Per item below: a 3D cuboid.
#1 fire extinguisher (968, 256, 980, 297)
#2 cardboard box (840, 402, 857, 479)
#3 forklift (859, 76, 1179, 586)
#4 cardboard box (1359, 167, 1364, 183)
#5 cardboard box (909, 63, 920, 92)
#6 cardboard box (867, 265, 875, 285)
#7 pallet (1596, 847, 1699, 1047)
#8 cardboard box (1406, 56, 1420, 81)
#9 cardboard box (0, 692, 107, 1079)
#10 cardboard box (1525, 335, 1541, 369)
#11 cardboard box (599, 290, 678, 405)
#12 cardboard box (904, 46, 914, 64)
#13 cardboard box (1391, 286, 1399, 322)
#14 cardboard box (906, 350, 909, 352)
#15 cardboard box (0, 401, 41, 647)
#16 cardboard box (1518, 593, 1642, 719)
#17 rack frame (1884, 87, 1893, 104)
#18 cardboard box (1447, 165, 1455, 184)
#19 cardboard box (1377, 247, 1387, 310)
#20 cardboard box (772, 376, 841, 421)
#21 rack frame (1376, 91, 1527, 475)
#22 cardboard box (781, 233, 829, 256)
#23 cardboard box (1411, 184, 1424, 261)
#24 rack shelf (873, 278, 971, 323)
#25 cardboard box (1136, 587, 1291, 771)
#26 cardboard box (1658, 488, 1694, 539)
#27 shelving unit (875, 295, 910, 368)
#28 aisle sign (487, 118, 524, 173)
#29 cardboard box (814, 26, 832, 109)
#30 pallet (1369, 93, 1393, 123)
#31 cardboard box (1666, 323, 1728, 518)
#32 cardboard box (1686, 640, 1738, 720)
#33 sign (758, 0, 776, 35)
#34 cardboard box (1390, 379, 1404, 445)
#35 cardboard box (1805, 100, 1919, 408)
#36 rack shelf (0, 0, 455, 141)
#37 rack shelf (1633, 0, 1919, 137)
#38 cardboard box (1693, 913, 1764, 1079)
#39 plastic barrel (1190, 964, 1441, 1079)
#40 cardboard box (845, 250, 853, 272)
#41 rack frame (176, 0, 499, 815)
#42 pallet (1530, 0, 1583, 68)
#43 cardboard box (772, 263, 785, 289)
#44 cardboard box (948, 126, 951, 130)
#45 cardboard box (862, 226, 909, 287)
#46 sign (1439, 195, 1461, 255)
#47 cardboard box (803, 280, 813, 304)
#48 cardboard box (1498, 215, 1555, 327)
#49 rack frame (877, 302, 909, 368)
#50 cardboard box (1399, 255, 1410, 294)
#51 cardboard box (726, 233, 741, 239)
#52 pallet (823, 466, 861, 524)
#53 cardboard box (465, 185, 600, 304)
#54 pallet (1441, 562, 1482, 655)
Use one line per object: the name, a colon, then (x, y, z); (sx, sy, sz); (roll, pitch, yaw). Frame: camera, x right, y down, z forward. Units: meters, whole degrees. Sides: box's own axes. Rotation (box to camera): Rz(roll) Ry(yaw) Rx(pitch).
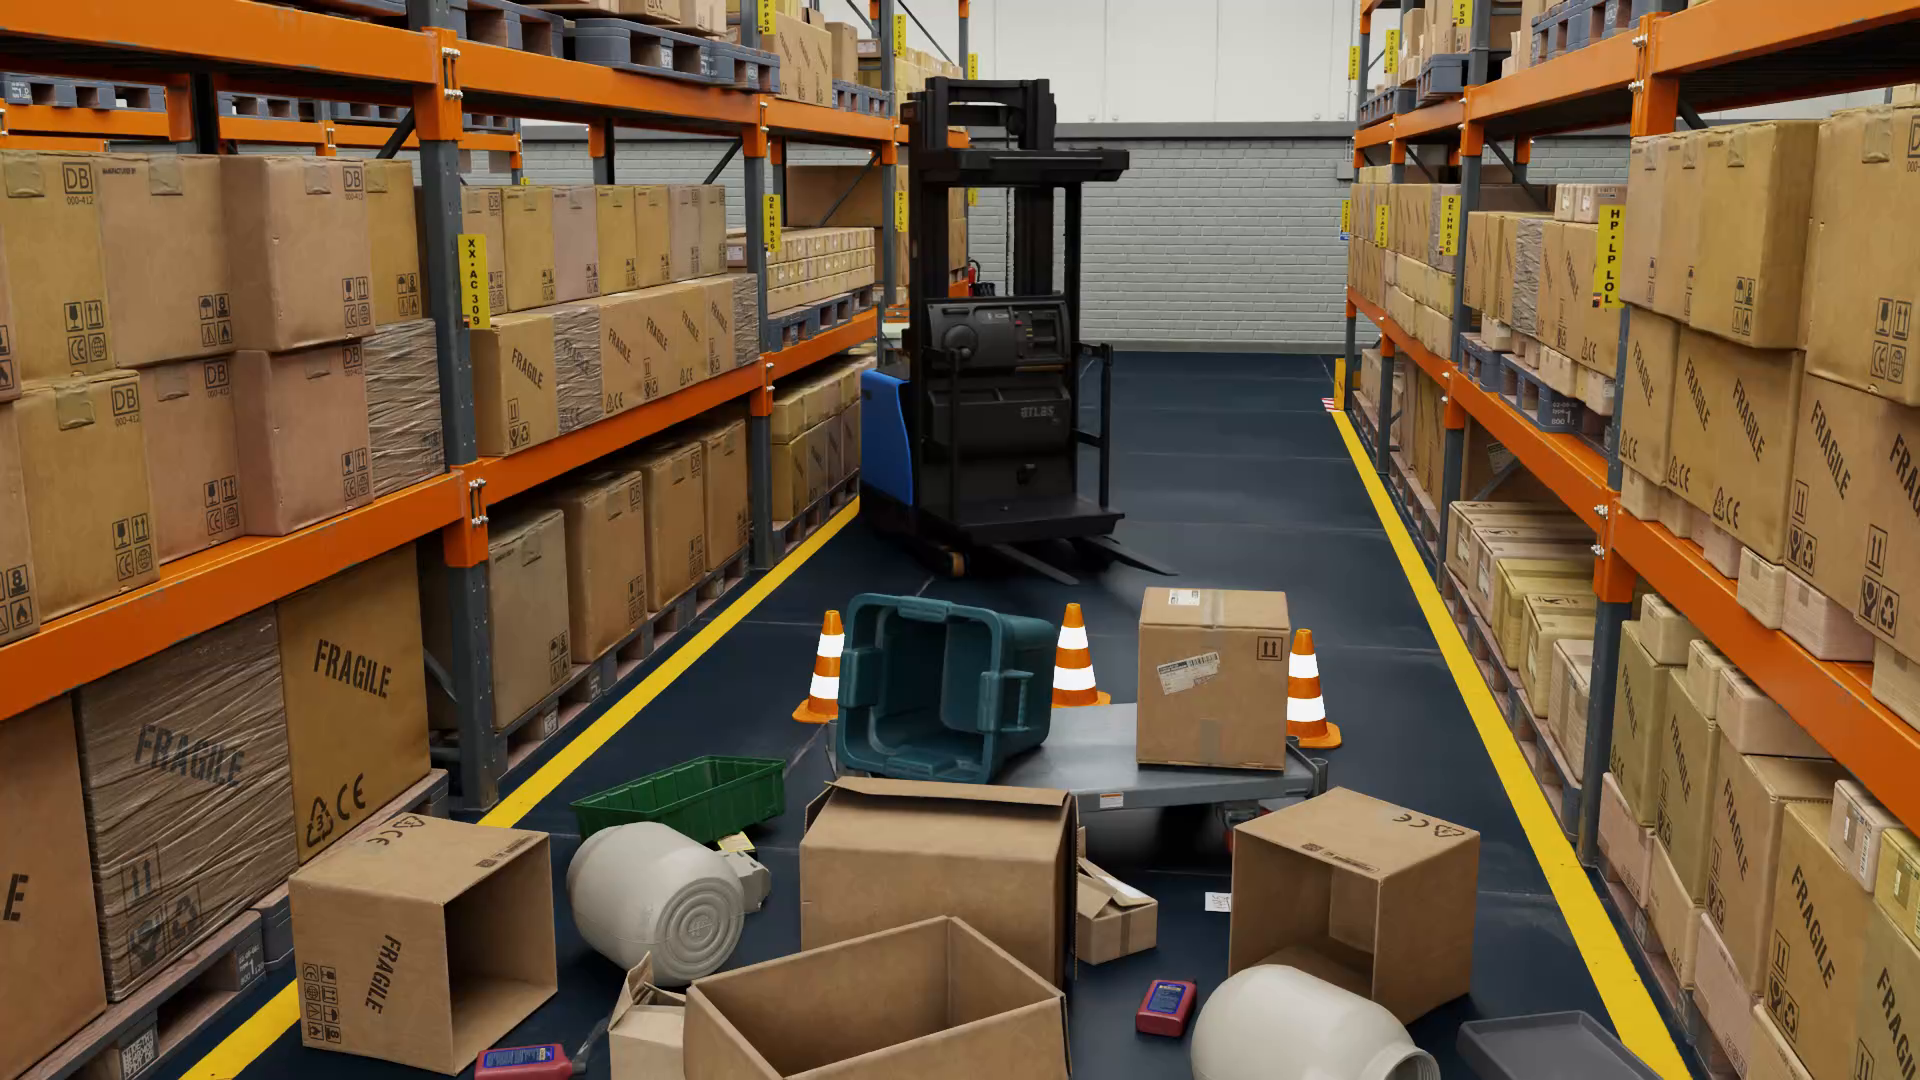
fire extinguisher: (0.081, -2.782, 17.851); (0.296, 0.674, 0.183); (2, 12, 9)
cardboard box: (-1.057, -0.740, 12.242); (0.500, 0.500, 0.500); (2, 12, 7)
forklift: (0.325, -1.299, 10.064); (1.130, 2.935, 3.031); (-5, 13, -21)
cardboard box: (4.041, -3.508, 15.999); (0.380, 0.149, 0.250); (2, 12, 10)
cardboard box: (-0.637, -3.965, 14.322); (0.500, 0.250, 0.500); (2, 12, 8)
cardboard box: (-0.895, -2.125, 13.334); (0.380, 0.149, 0.250); (2, 12, 7)
pallet: (2.579, 1.177, 5.031); (1.003, 0.211, 1.213); (2, 12, 9)
cardboard box: (3.337, -3.298, 11.614); (0.380, 0.166, 0.250); (1, 12, 5)
cardboard box: (-2.703, 0.873, 3.869); (0.875, 0.875, 0.875); (2, 12, 8)
cardboard box: (2.732, -0.846, 7.398); (0.380, 0.149, 0.250); (2, 12, 10)
cardboard box: (-1.678, -0.931, 7.956); (0.500, 0.500, 0.500); (2, 12, 10)
cardboard box: (-0.603, -4.179, 14.368); (0.380, 0.149, 0.250); (2, 12, 7)
cardboard box: (3.471, -1.728, 12.249); (0.500, 0.250, 0.500); (2, 12, 7)
cardboard box: (-0.341, -1.898, 17.039); (0.380, 0.149, 0.250); (2, 12, 10)
cardboard box: (-2.589, -0.014, 3.580); (0.875, 0.550, 0.550); (2, 12, 9)
cardboard box: (2.832, 0.493, 6.826); (0.950, 0.372, 0.625); (3, 12, 12)
rack frame: (9.398, -5.598, 15.608); (1.000, 3.000, 0.127); (2, 12, 9)
cardboard box: (4.204, -3.013, 13.704); (0.380, 0.149, 0.250); (2, 12, 8)
cardboard box: (3.696, -2.146, 13.595); (0.500, 0.500, 0.500); (2, 12, 9)
cardboard box: (-1.132, -0.993, 11.637); (0.500, 0.250, 0.500); (2, 12, 9)
rack frame: (3.877, -1.993, 13.119); (1.000, 3.000, 0.127); (2, 12, 9)
cardboard box: (-1.139, -2.088, 11.749); (0.380, 0.149, 0.250); (2, 12, 8)
cardboard box: (3.322, -2.129, 11.141); (0.500, 0.500, 0.500); (2, 12, 8)
rack shelf: (-0.722, -2.197, 15.773); (1.077, 0.370, 4.000); (2, 12, 9)
cardboard box: (0.884, 0.473, 5.814); (0.500, 0.500, 0.500); (2, 12, 9)
cardboard box: (2.294, -0.095, 4.910); (0.380, 0.149, 0.250); (2, 12, 10)
shelving unit: (-0.379, -0.986, 12.010); (0.431, 1.500, 0.755); (0, 12, -1)
aisle sign: (-4.992, -4.422, 18.223); (0.394, 0.787, 0.004); (2, 12, 9)
cardboard box: (-1.152, -3.133, 11.055); (0.500, 0.500, 0.500); (2, 12, 9)
pallet: (4.204, -3.839, 14.776); (1.003, 0.211, 1.213); (2, 12, 9)
cardboard box: (2.250, -0.334, 4.478); (0.500, 0.500, 0.500); (2, 12, 8)
cardboard box: (2.134, 0.373, 4.352); (0.380, 0.149, 0.250); (2, 12, 11)
sign: (-1.097, -3.037, 9.432); (0.100, 0.325, 0.005); (2, 12, 9)
cardboard box: (4.080, -1.073, 13.935); (0.875, 0.438, 0.875); (2, 12, 8)
cardboard box: (1.957, -0.506, 2.903); (0.700, 0.500, 0.500); (2, 12, 8)
rack shelf: (-2.567, -1.165, 3.866); (1.077, 0.370, 4.000); (2, 12, 9)
rack shelf: (2.339, -1.026, 3.219); (1.077, 0.370, 4.000); (2, 12, 9)
cardboard box: (2.140, 1.148, 4.077); (0.500, 0.250, 0.500); (2, 12, 8)
plastic barrel: (0.854, 1.286, 4.022); (0.421, 0.421, 0.512); (-10, 16, -40)
cardboard box: (-1.013, -2.107, 12.544); (0.380, 0.149, 0.250); (1, 12, 7)
rack frame: (-2.260, -0.467, 6.038); (1.000, 3.000, 0.127); (2, 12, 9)
pallet: (3.004, -2.043, 6.678); (1.213, 0.211, 1.003); (2, 12, 9)
cardboard box: (-1.332, -1.678, 10.552); (0.380, 0.149, 0.250); (2, 12, 11)
cardboard box: (-0.383, -4.045, 15.879); (0.500, 0.250, 0.500); (2, 12, 11)
cardboard box: (-0.704, -2.421, 14.164); (0.500, 0.500, 0.500); (2, 12, 8)
sign: (2.713, -1.743, 9.213); (0.100, 0.325, 0.005); (2, 12, 9)
cardboard box: (-1.215, -1.692, 11.324); (0.380, 0.149, 0.250); (2, 12, 11)
cardboard box: (2.816, -1.254, 7.751); (0.500, 0.500, 0.500); (2, 12, 10)
rack frame: (-0.374, -0.909, 11.652); (0.400, 1.500, 0.023); (0, 12, -1)
cardboard box: (3.375, -1.867, 11.708); (0.500, 0.250, 0.500); (2, 12, 9)
cardboard box: (-1.780, -2.113, 11.864); (0.380, 0.149, 0.250); (2, 12, 10)
pallet: (-1.333, -0.352, 12.125); (1.003, 0.211, 1.213); (2, 12, 9)
cardboard box: (-2.034, -1.320, 7.388); (0.700, 0.500, 0.500); (2, 12, 9)
pallet: (3.141, 0.366, 8.794); (1.003, 0.211, 1.213); (2, 12, 9)
